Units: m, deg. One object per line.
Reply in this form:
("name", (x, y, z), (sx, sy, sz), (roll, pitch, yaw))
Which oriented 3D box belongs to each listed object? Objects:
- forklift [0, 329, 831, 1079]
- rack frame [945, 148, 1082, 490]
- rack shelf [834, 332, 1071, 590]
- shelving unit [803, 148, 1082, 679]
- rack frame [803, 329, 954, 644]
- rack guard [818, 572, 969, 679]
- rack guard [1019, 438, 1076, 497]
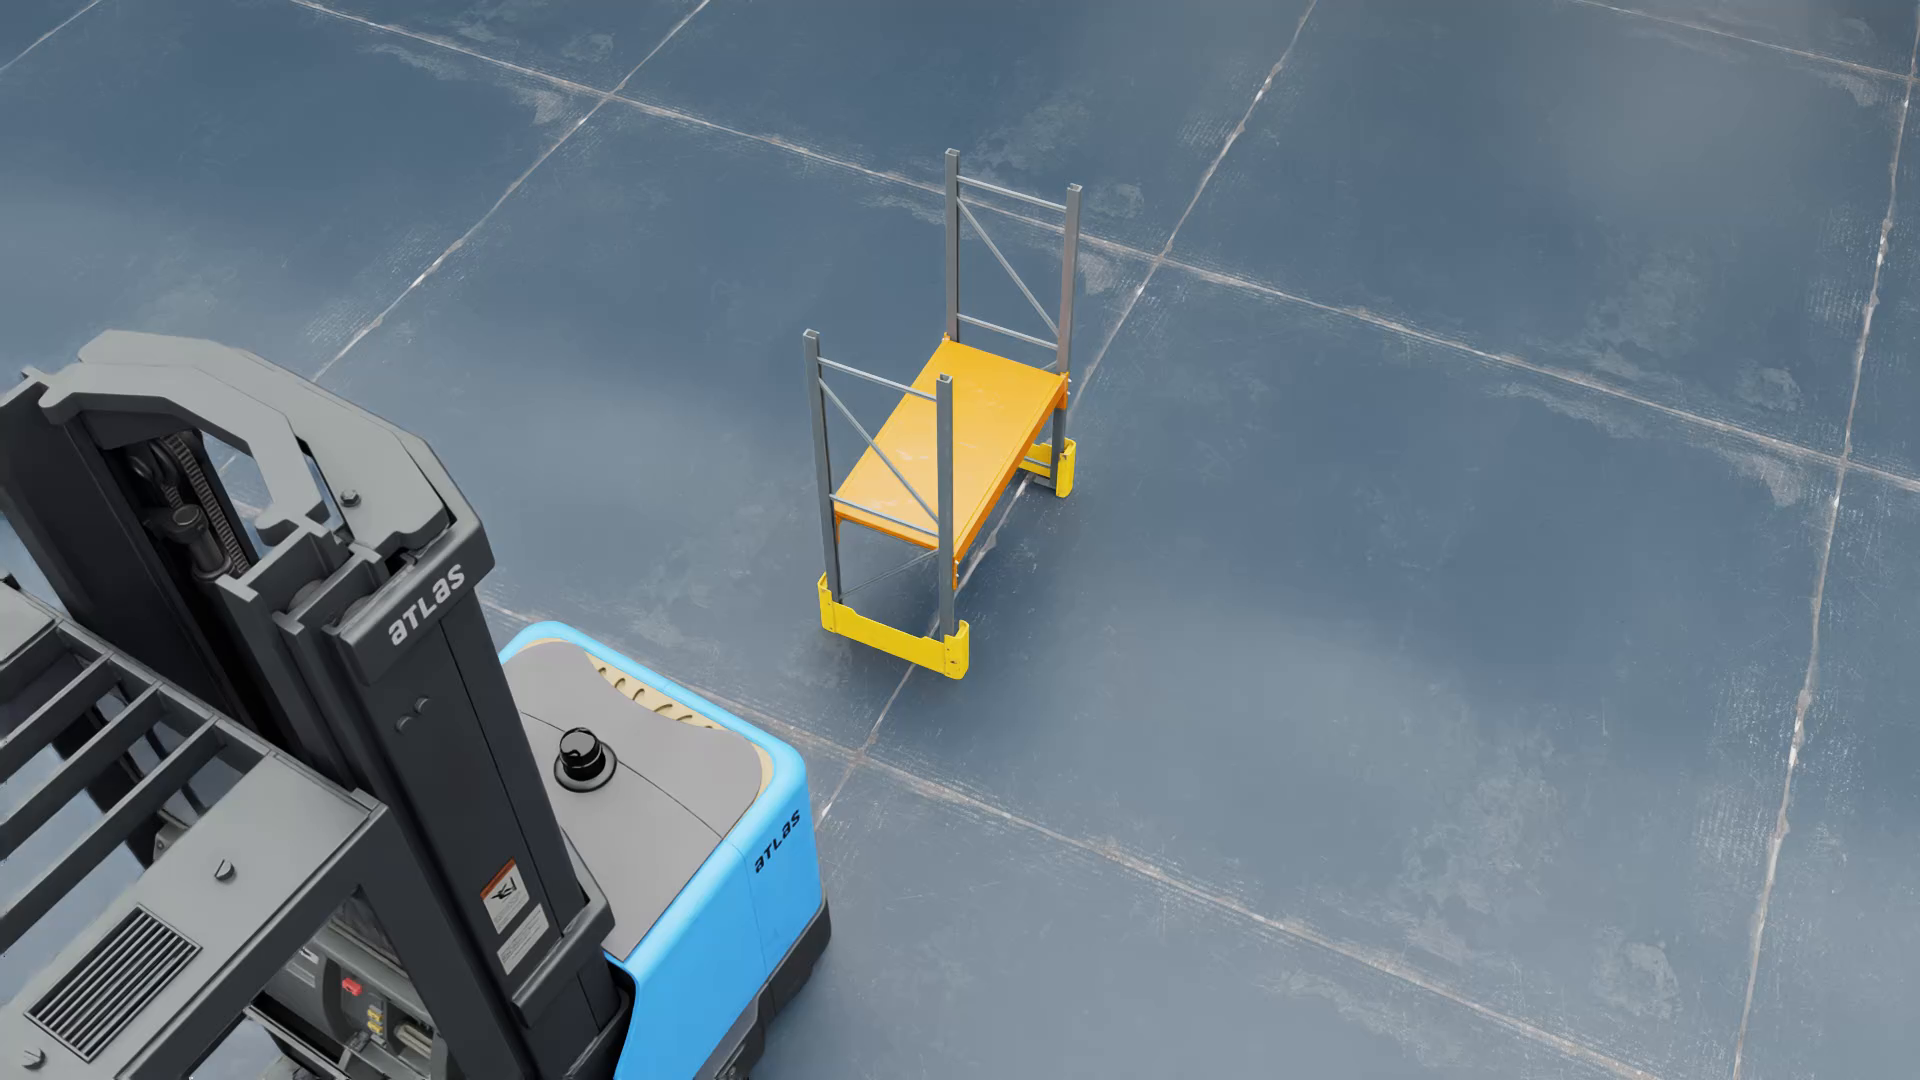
("forklift", (-1.618, 1.113, 3.693), (1.130, 2.935, 3.031), (25, 54, 20))
("rack frame", (0.181, -0.777, 6.242), (0.500, 1.500, 0.032), (20, 52, 16))
("rack shelf", (-0.036, -0.311, 6.081), (0.538, 0.185, 1.000), (20, 52, 16))
("shelving unit", (-0.033, -0.434, 5.949), (0.587, 1.500, 1.083), (20, 52, 16))
("rack frame", (-0.254, -0.077, 5.646), (0.500, 1.500, 0.032), (20, 52, 16))
("rack guard", (-0.245, 0.314, 6.133), (0.587, 0.250, 0.087), (20, 52, 16))
("rack guard", (0.180, -0.371, 6.717), (0.587, 0.250, 0.087), (20, 52, 16))
